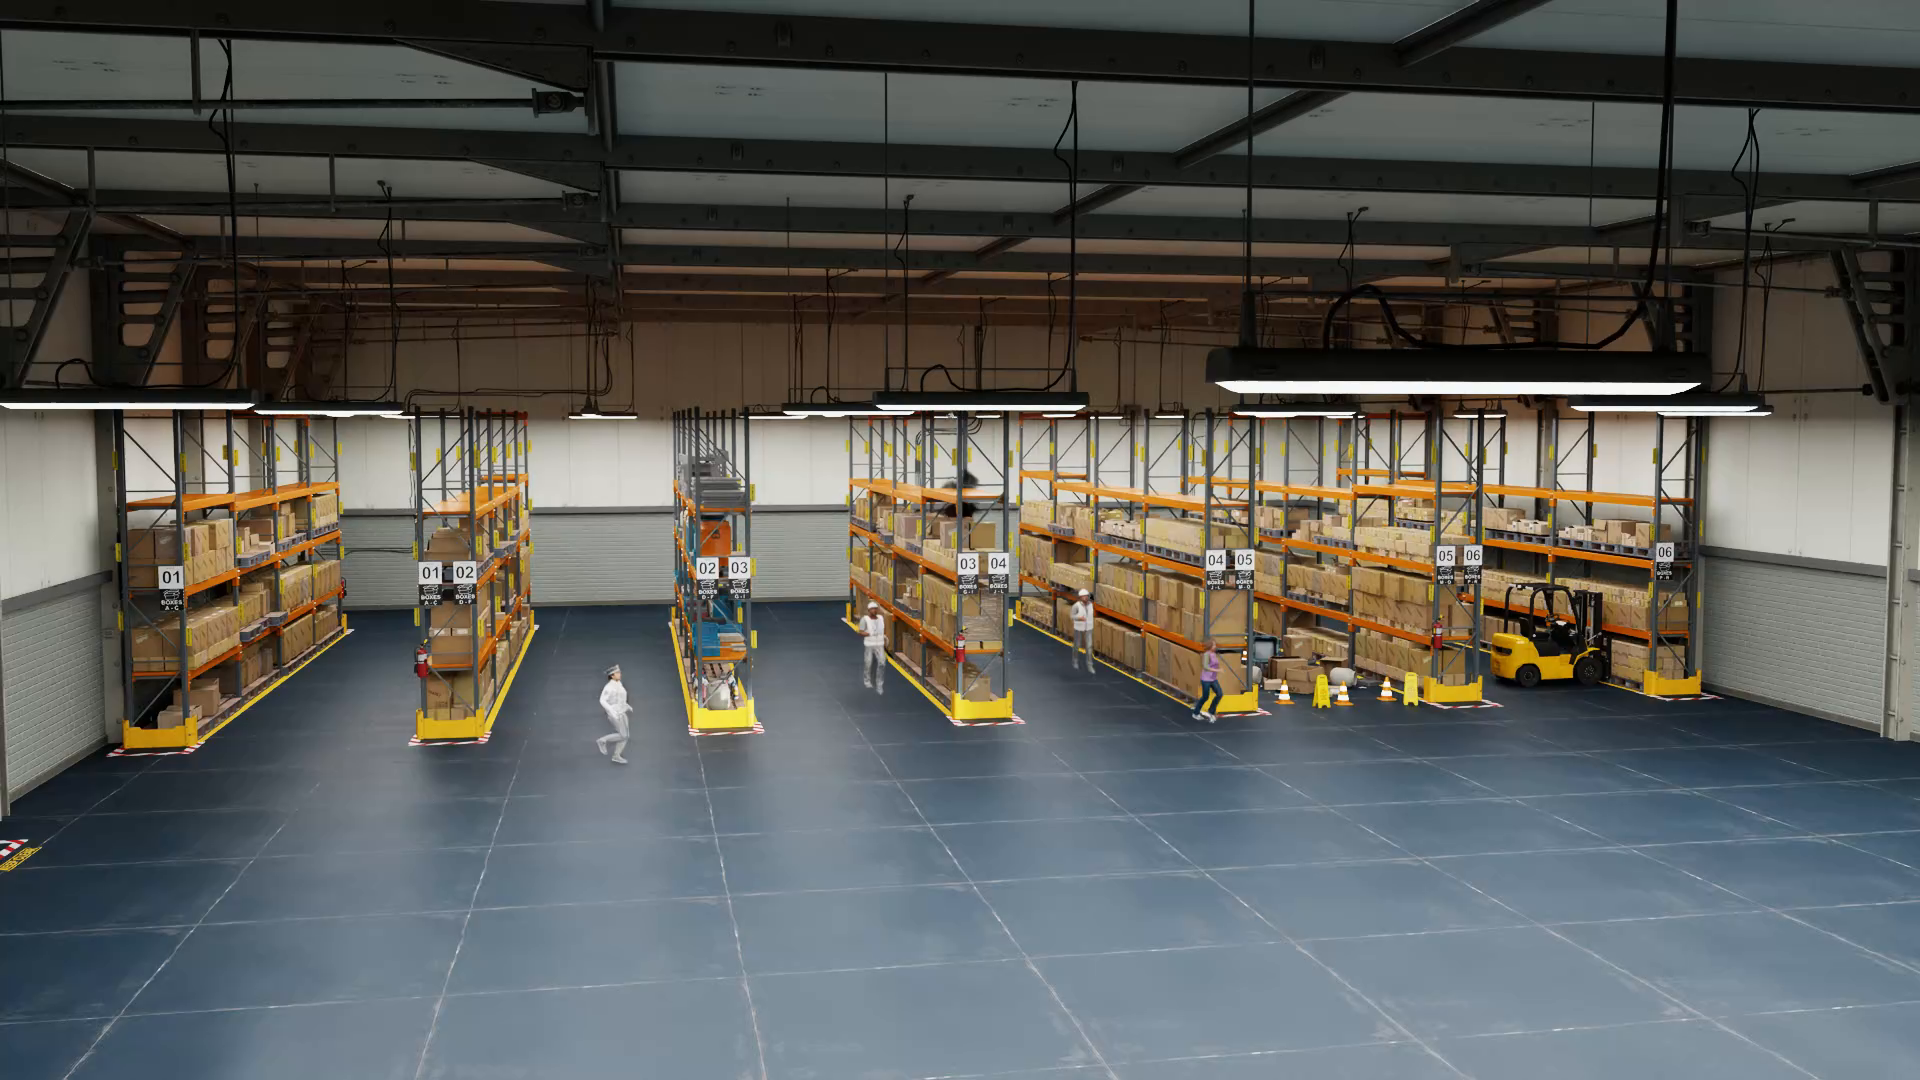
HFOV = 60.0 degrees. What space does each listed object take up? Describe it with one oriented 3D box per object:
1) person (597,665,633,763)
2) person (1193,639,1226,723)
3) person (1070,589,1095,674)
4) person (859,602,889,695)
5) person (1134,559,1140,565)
[{"bbox_3d":[-5.811,2.923,27.974,0.551,1.653,0.624,1,4,14],"label":"person"},{"bbox_3d":[4.763,2.703,31.621,0.685,1.607,0.561,3,5,37],"label":"person"},{"bbox_3d":[2.674,1.967,36.278,0.610,1.820,0.846,-1,4,-14],"label":"person"},{"bbox_3d":[-1.721,2.186,33.576,0.656,1.866,0.712,-2,4,-21],"label":"person"},{"bbox_3d":[5.390,1.303,50.641,0.791,1.691,0.578,-2,4,-21],"label":"person"}]
